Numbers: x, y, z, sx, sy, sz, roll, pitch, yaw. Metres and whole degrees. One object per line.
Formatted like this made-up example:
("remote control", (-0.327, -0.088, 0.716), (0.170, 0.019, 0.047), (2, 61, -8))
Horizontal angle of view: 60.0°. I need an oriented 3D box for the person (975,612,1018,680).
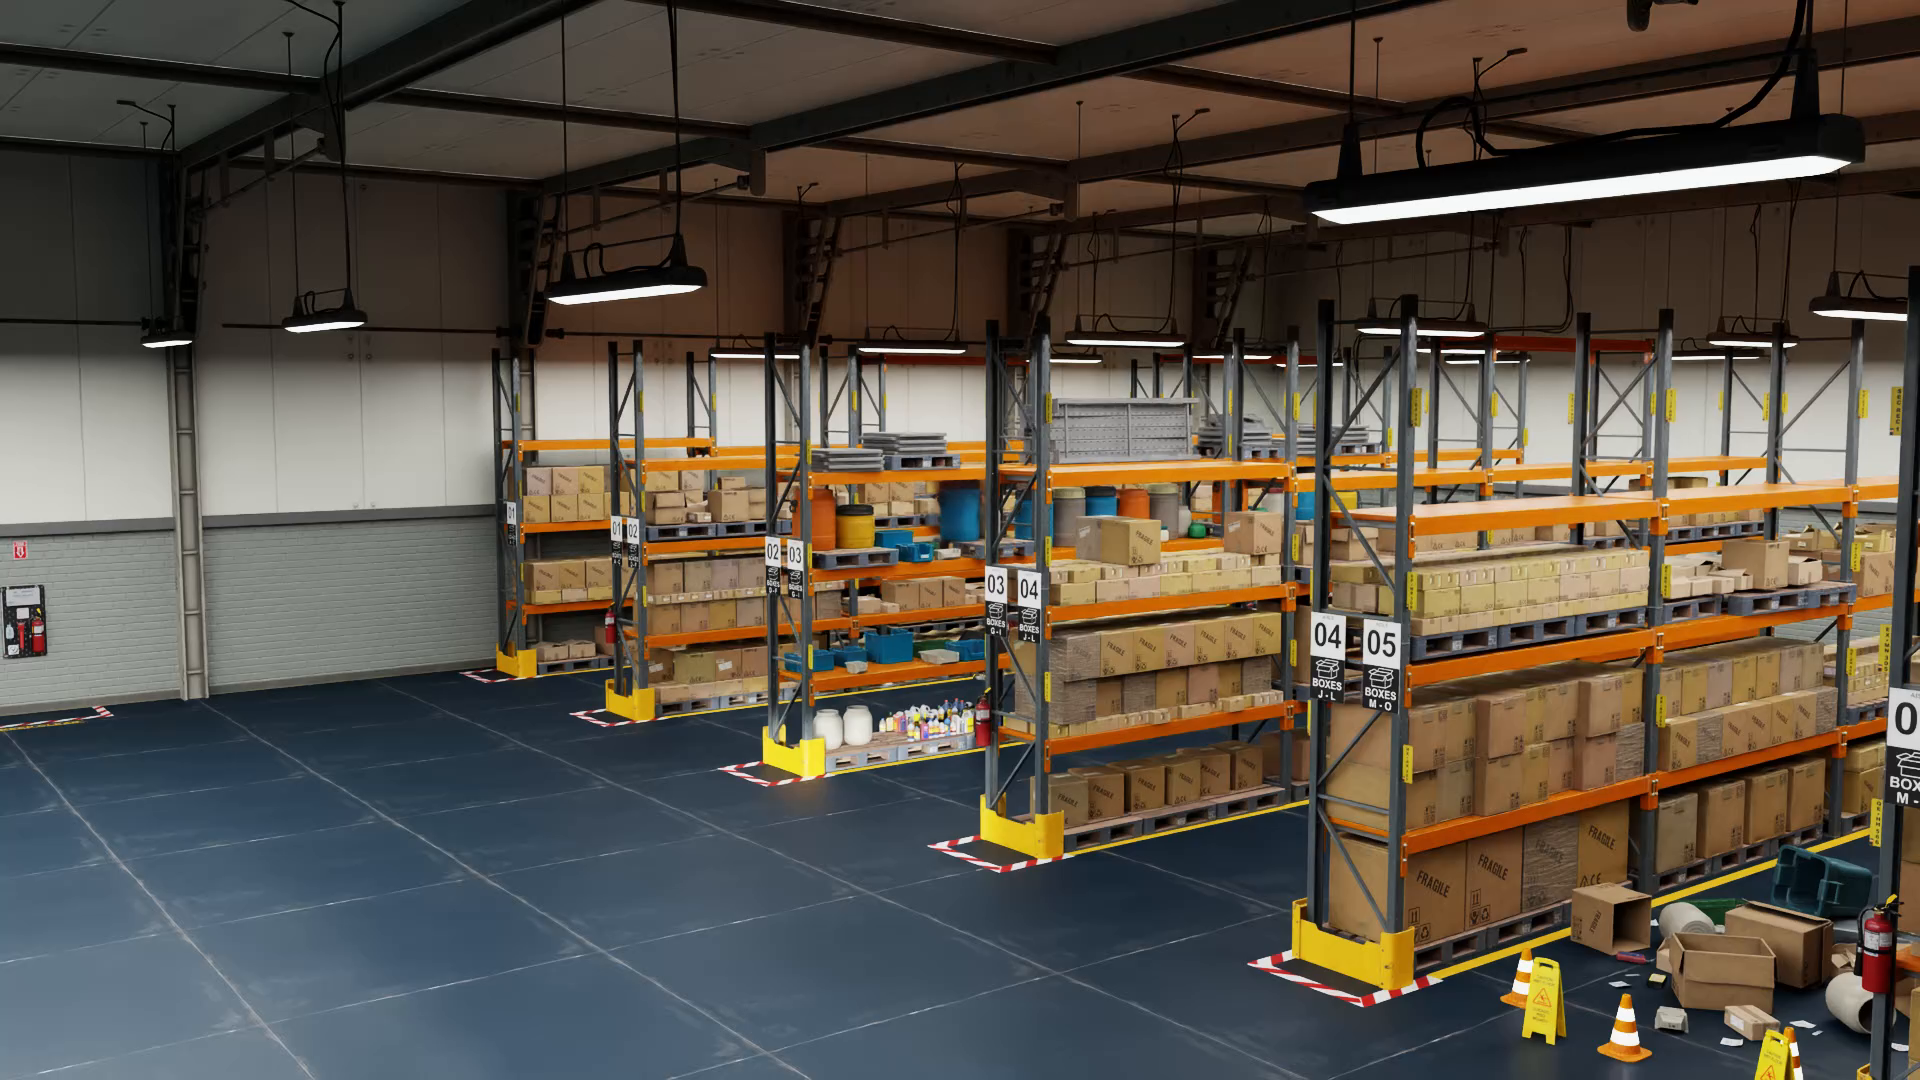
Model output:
("person", (0.818, 1.568, 28.503), (1.148, 1.640, 0.640), (-4, 7, -41))
